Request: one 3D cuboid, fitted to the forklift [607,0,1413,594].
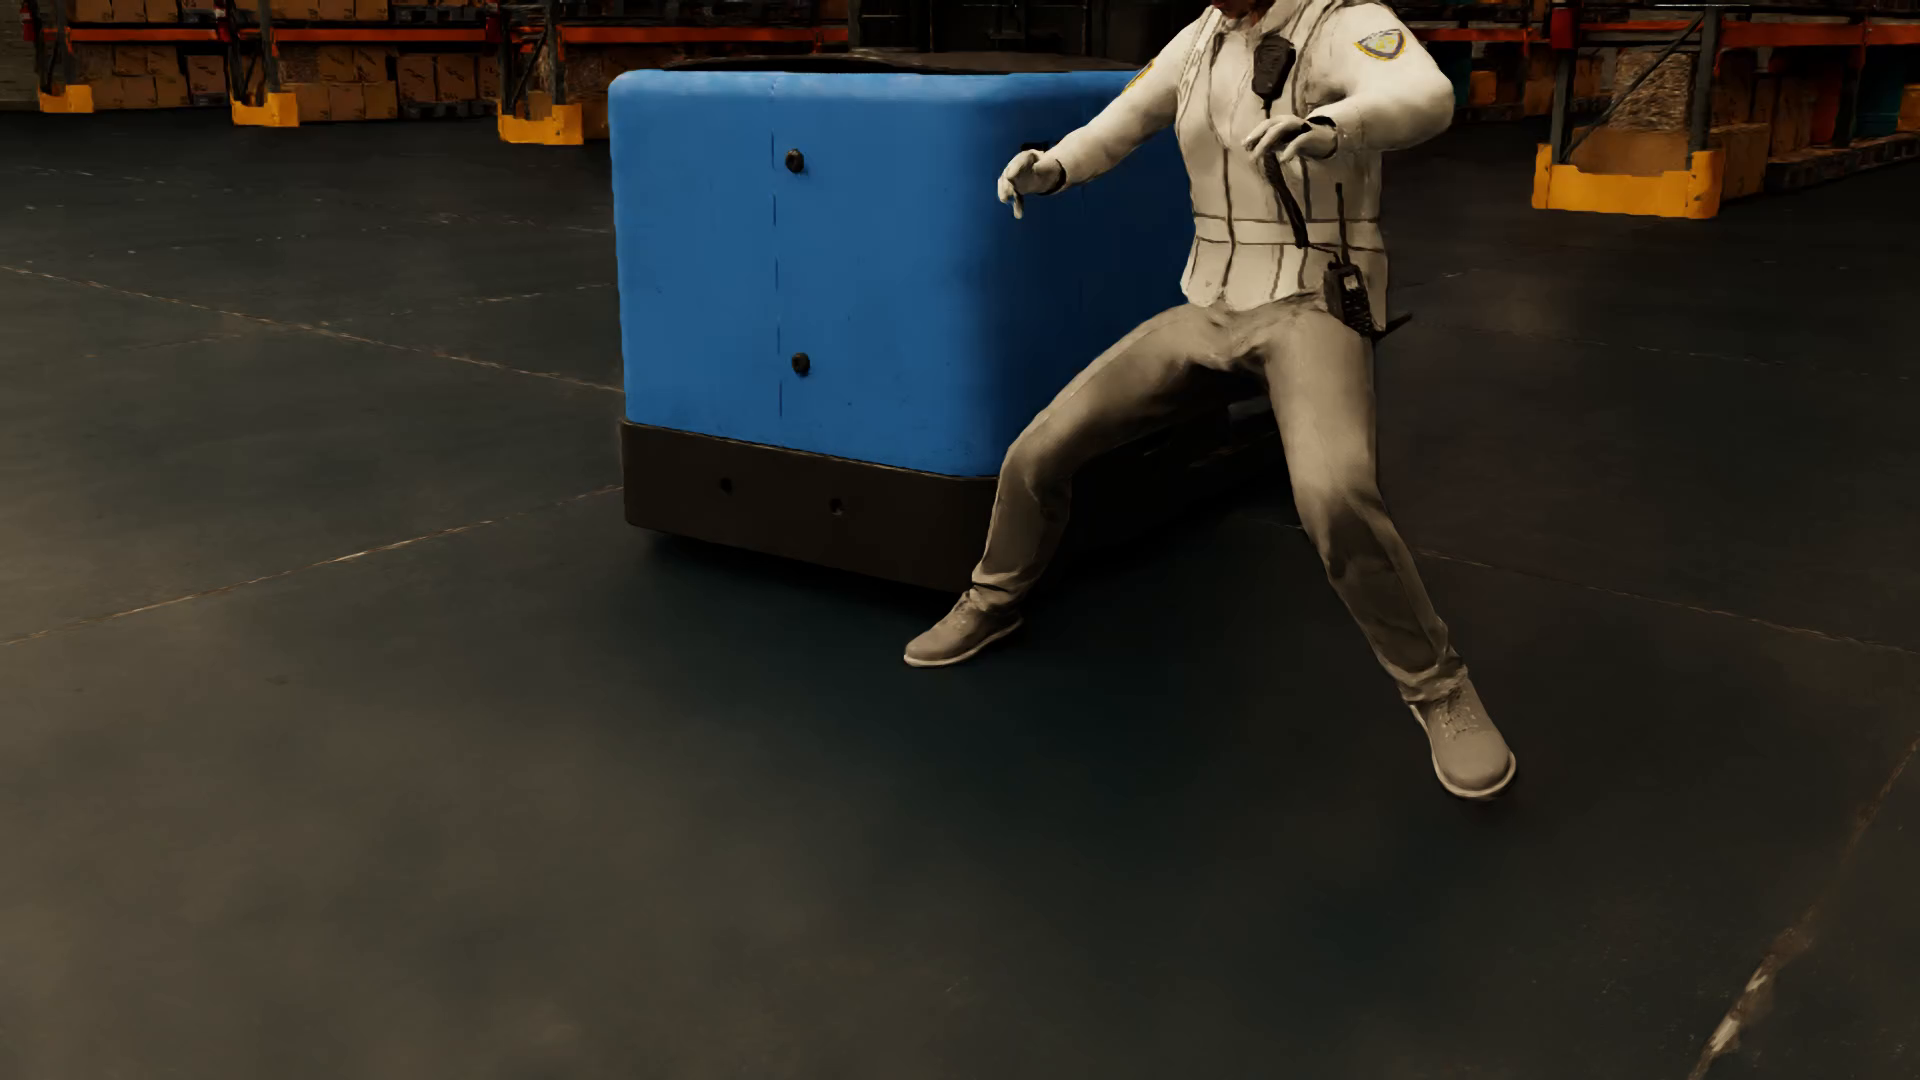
[{"bbox_3d":[0.454,-1.662,4.372,1.130,2.935,3.031,11,20,32],"label":"forklift"}]

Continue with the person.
[{"bbox_3d":[0.416,-0.377,2.717,0.631,1.465,1.139,-10,20,-31],"label":"person"}]
